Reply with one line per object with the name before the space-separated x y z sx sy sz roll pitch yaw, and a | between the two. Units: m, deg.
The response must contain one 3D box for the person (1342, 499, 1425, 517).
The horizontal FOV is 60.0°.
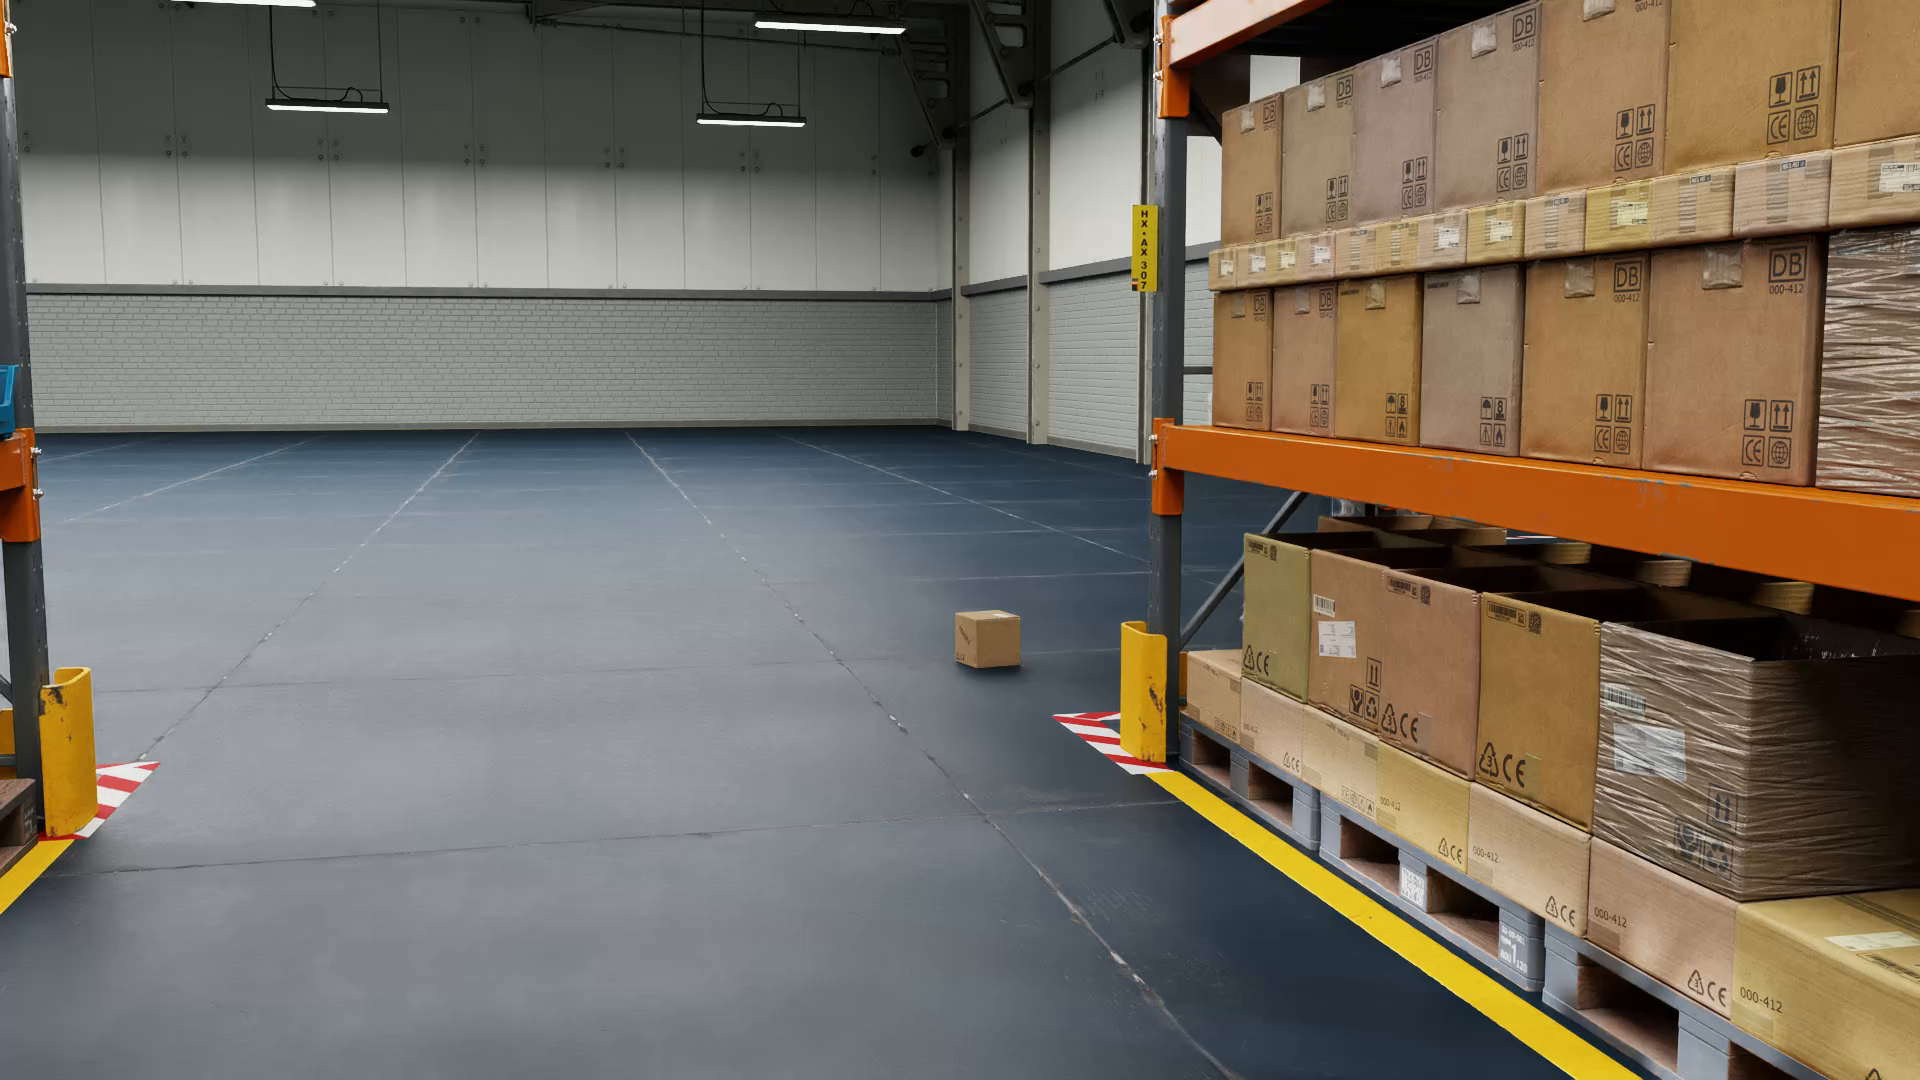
person | 2.236 -0.264 8.770 0.435 1.690 0.488 -3 7 -24
